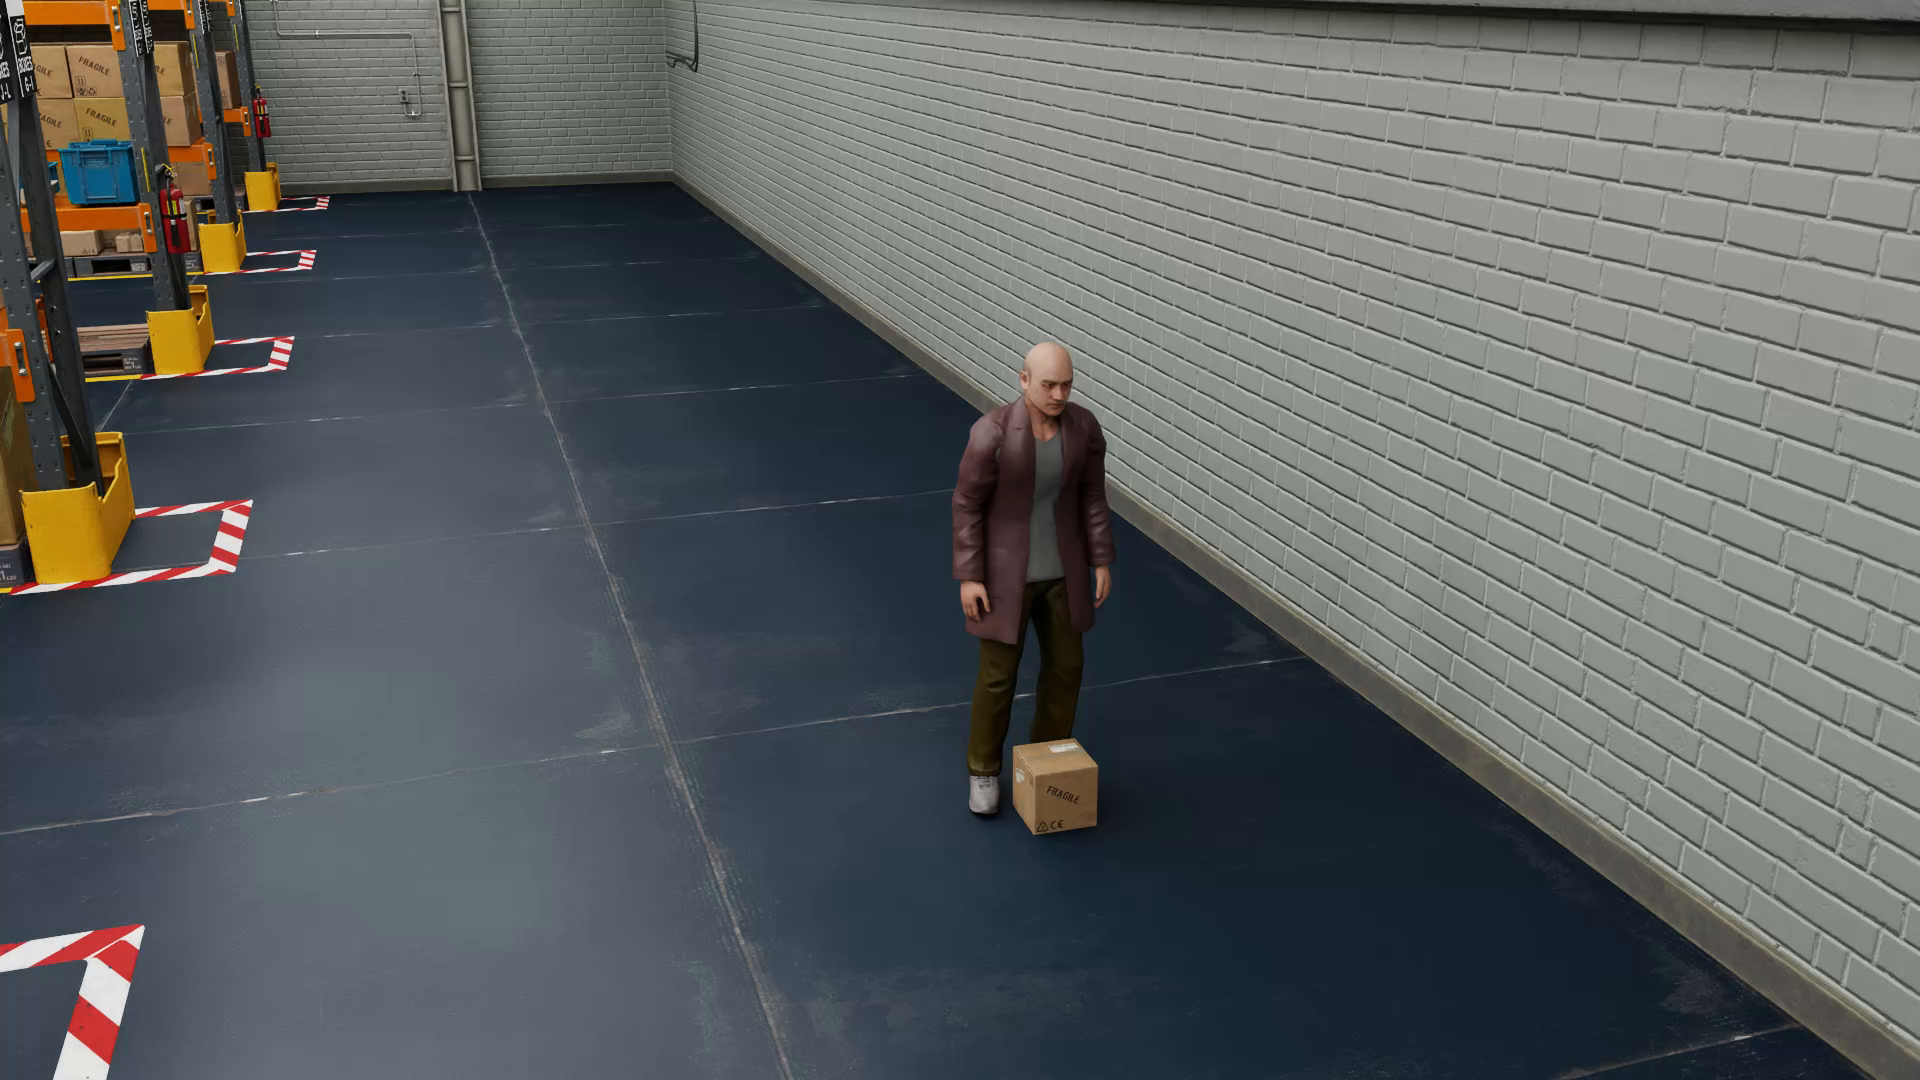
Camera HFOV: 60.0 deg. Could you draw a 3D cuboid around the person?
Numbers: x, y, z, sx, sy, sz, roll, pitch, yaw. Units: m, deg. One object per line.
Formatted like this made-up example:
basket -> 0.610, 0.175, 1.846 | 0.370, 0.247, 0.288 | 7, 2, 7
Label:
person -> 0.275, 0.127, 6.220 | 0.652, 1.774, 0.417 | -6, 20, -18
